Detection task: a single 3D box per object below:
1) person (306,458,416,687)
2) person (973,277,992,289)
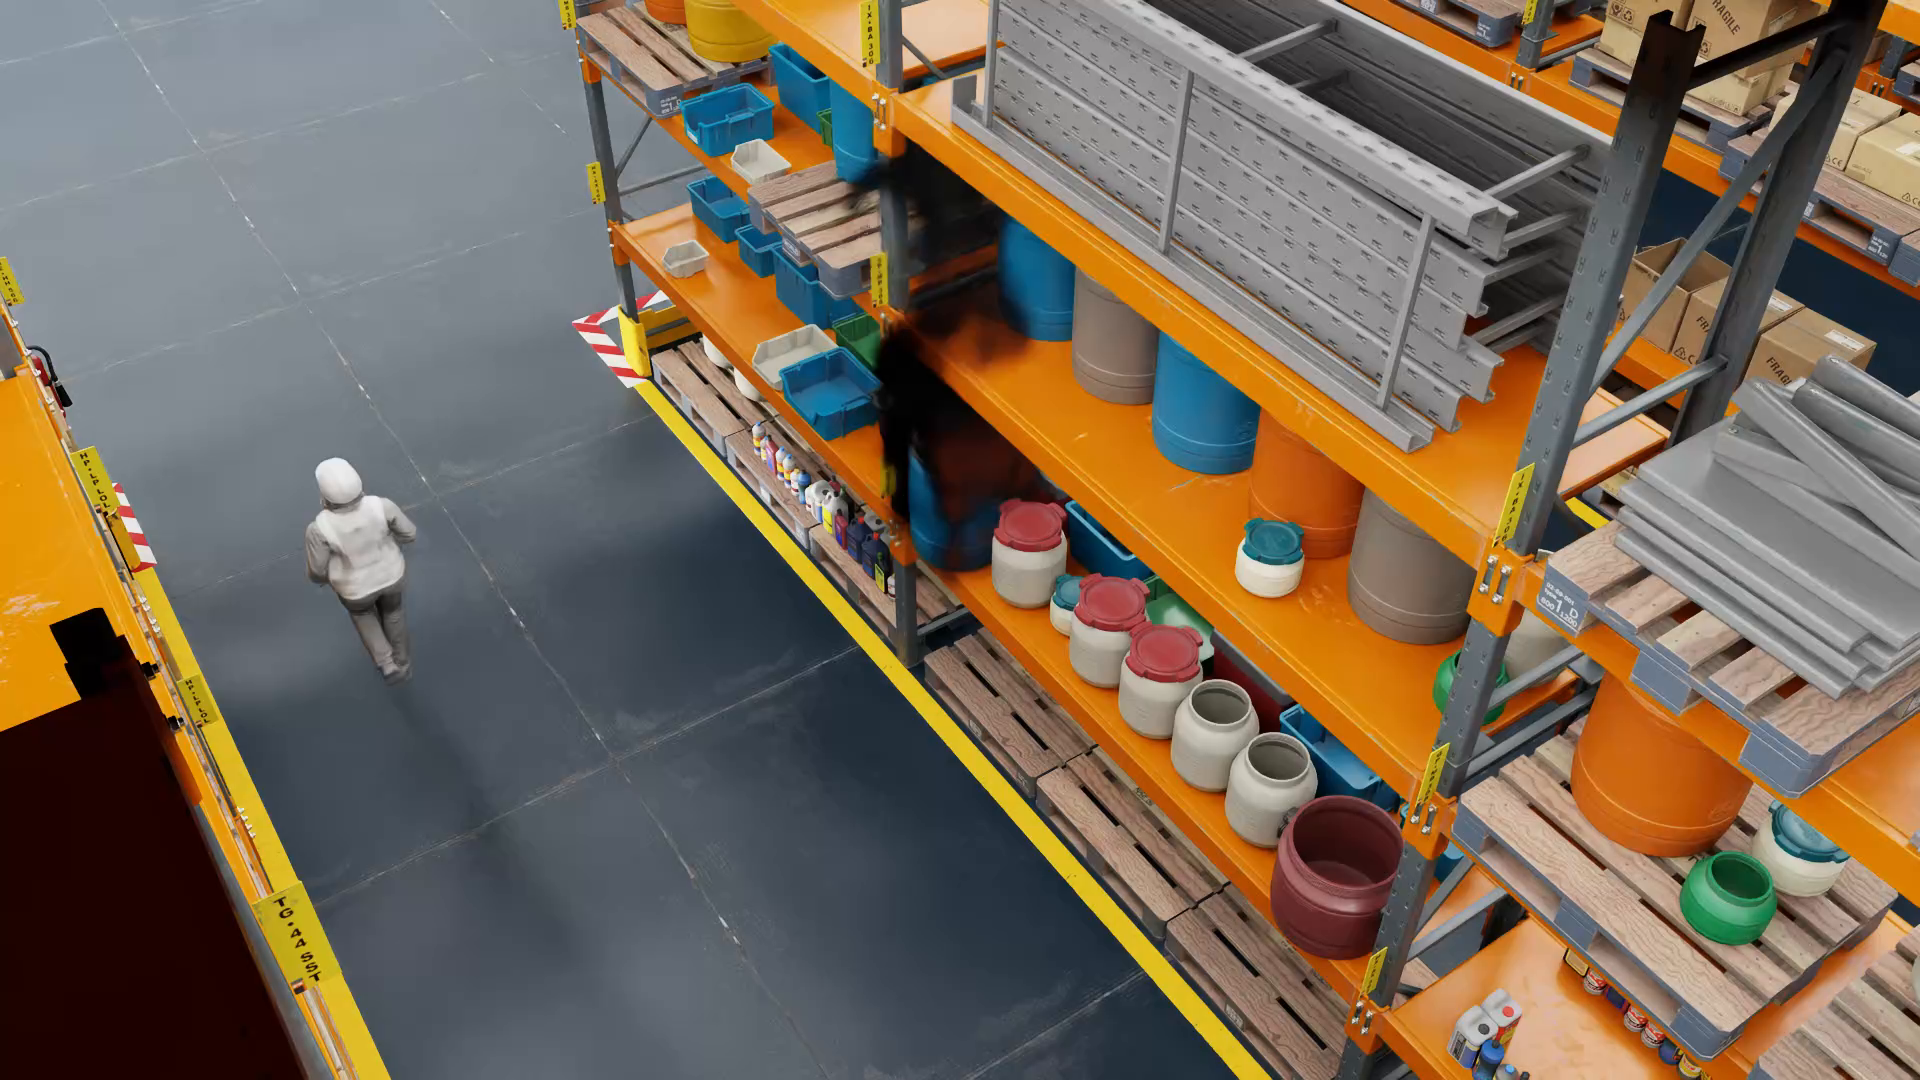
[{"bbox_3d":[-3.510,0.196,9.843,0.661,1.726,0.522,-24,48,-24],"label":"person"},{"bbox_3d":[-0.088,-2.760,13.411,0.908,1.766,0.636,16,45,17],"label":"person"}]
